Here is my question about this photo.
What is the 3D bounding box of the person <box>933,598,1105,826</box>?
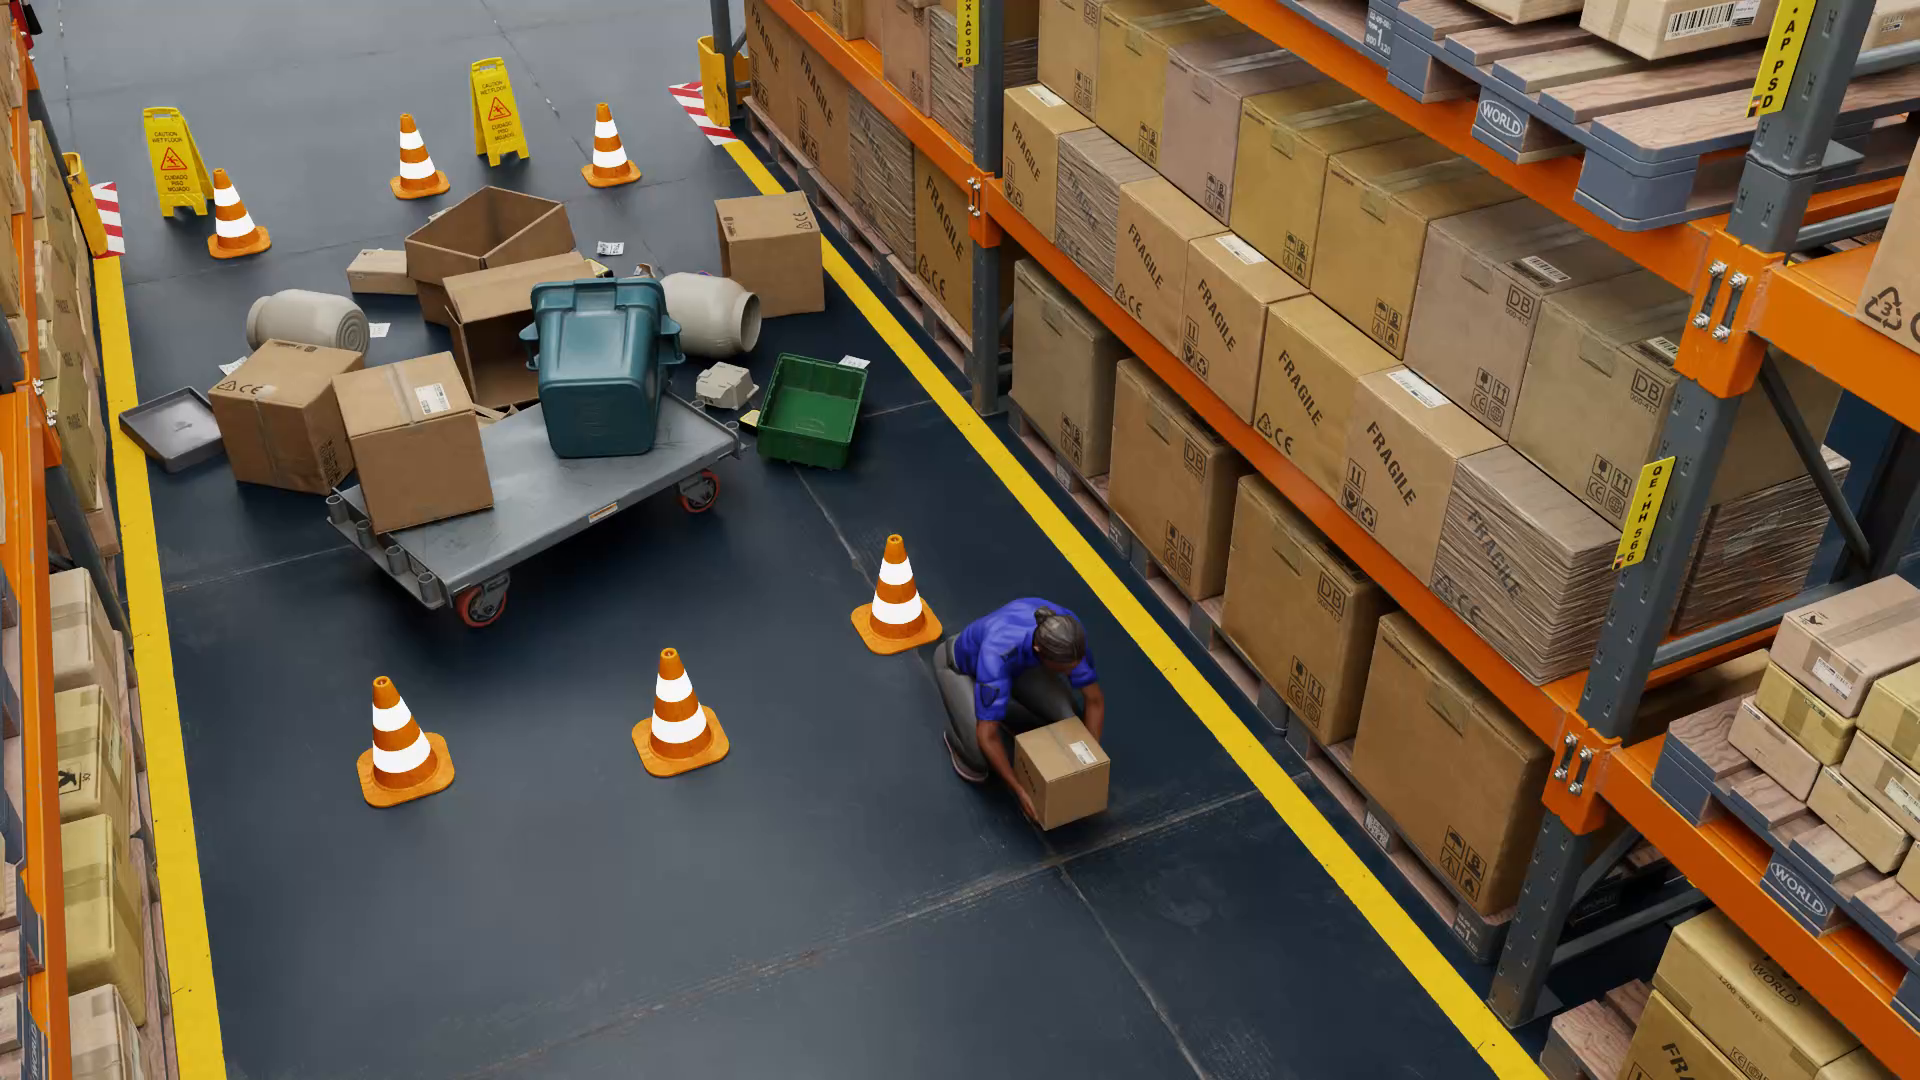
[{"bbox_3d":[0.220,0.539,6.071,0.502,0.919,0.828,-16,40,-20],"label":"person"}]
